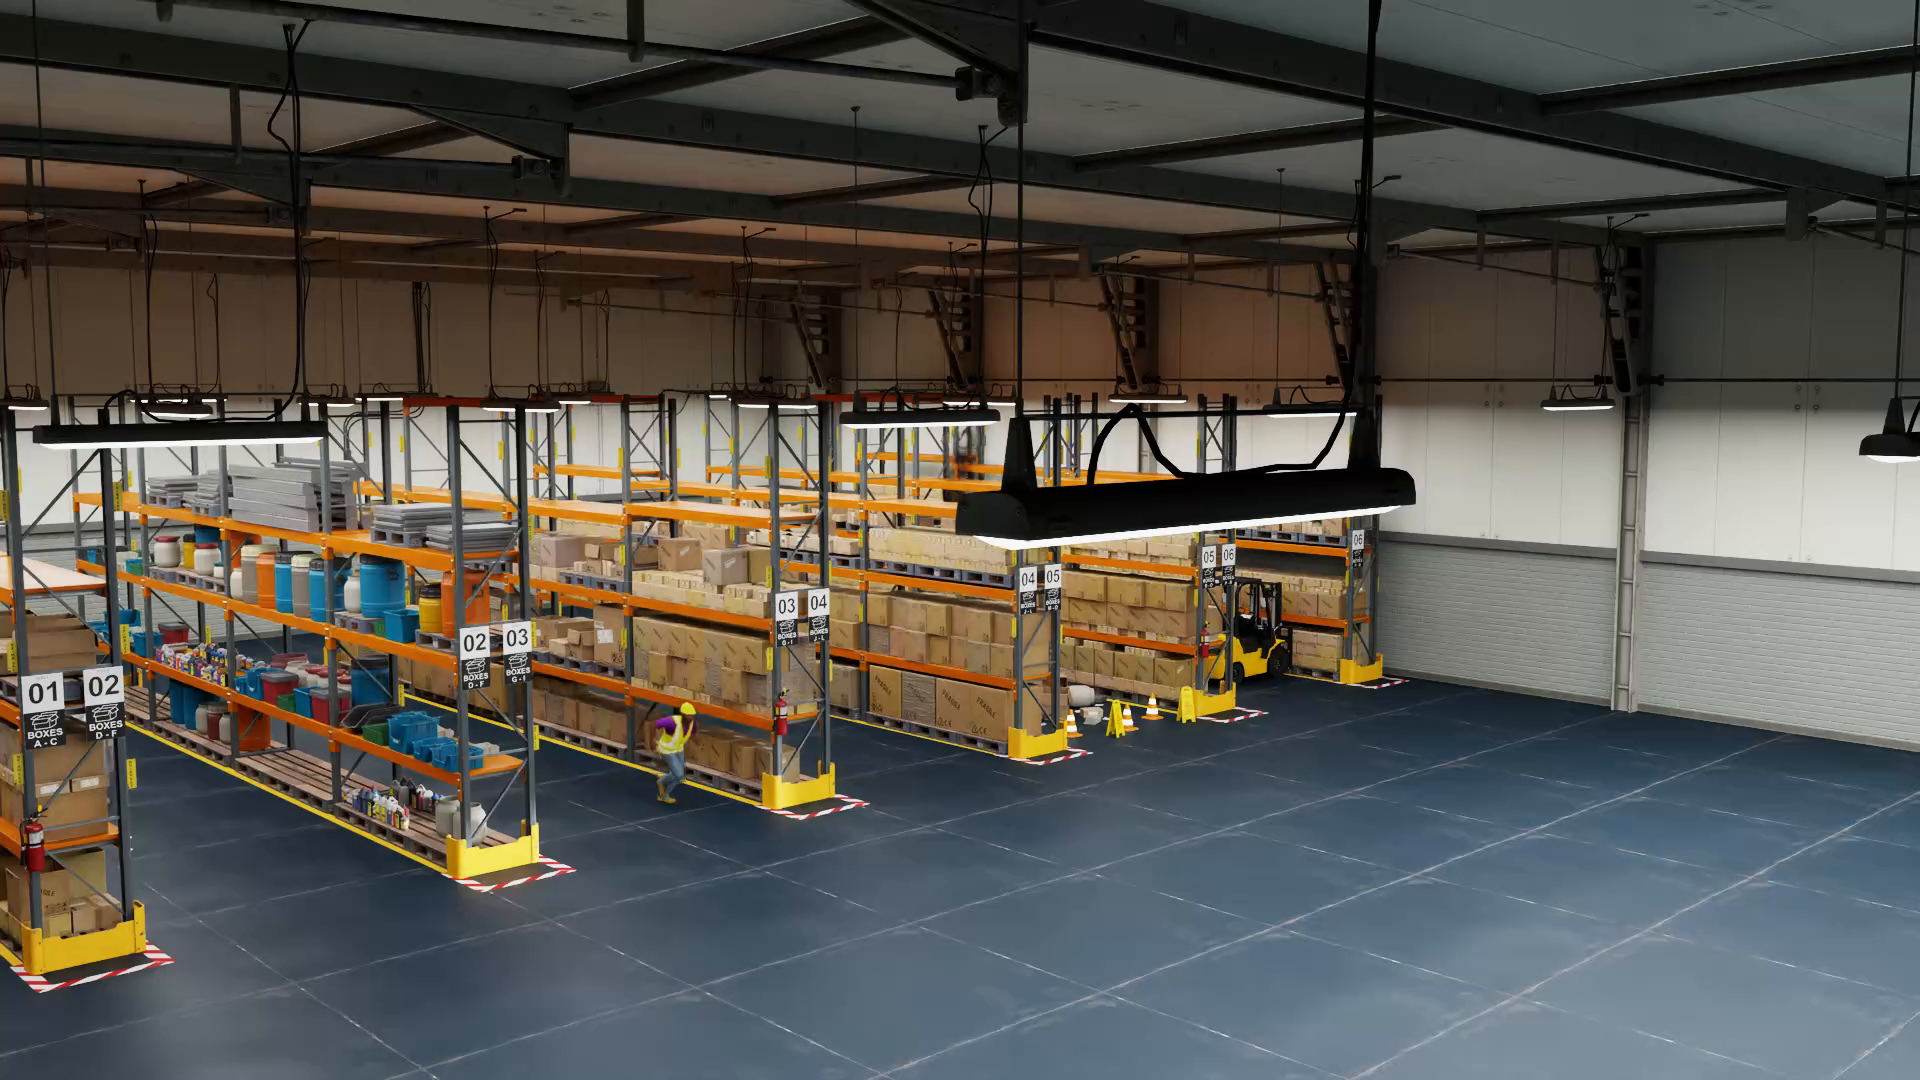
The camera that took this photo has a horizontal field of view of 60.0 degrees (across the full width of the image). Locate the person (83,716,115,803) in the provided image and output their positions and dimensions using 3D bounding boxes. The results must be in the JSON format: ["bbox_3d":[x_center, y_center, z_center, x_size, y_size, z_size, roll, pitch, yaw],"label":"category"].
[{"bbox_3d":[-12.822,3.110,24.837,0.566,1.668,0.506,4,7,38],"label":"person"}]

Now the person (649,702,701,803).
[{"bbox_3d":[-4.234,3.166,24.642,0.830,1.577,0.734,4,7,37],"label":"person"}]
